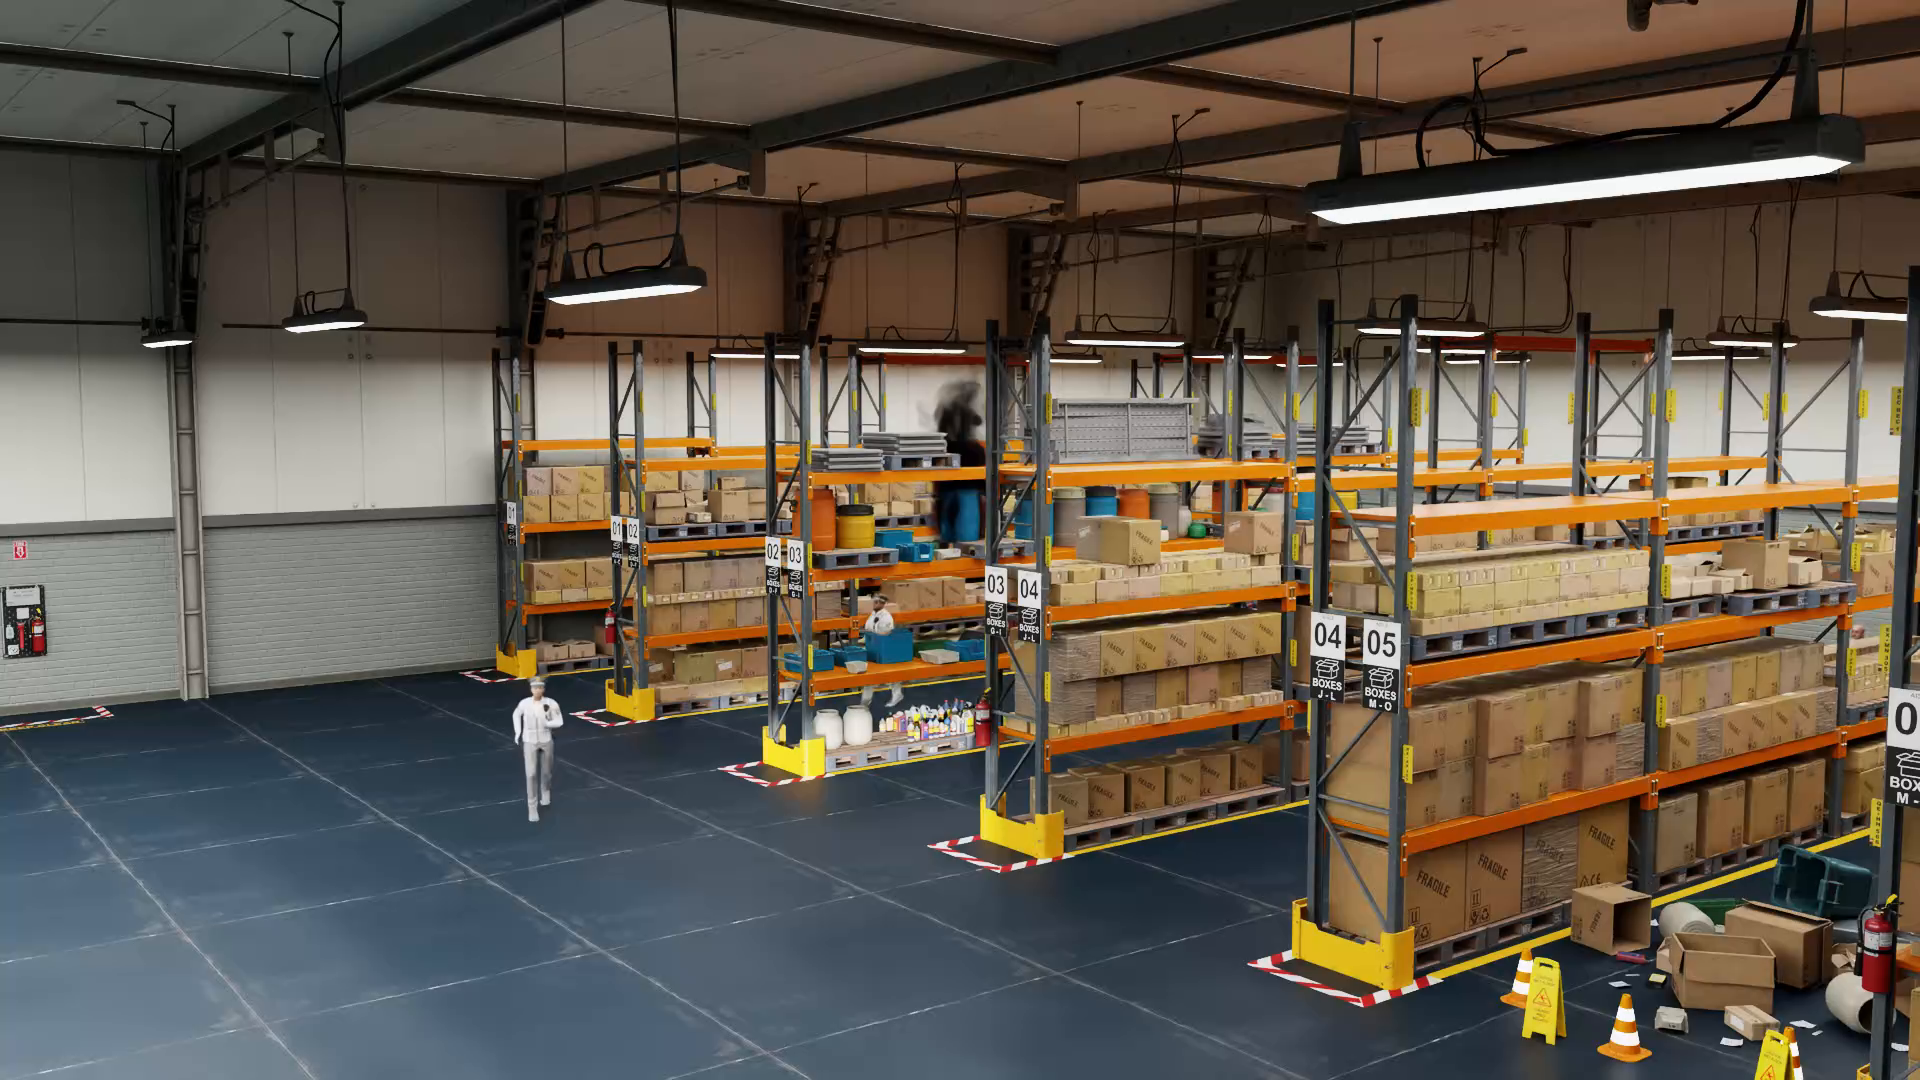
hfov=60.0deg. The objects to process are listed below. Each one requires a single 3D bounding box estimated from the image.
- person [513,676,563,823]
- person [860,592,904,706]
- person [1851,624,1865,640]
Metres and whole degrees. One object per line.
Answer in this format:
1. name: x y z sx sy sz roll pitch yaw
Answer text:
1. person: -5.181 2.513 20.415 0.583 1.724 0.870 -1 5 -14
2. person: -1.232 1.729 25.769 0.797 1.860 0.648 -4 6 -39
3. person: 13.160 2.108 24.437 1.052 1.749 0.725 -4 6 -36
